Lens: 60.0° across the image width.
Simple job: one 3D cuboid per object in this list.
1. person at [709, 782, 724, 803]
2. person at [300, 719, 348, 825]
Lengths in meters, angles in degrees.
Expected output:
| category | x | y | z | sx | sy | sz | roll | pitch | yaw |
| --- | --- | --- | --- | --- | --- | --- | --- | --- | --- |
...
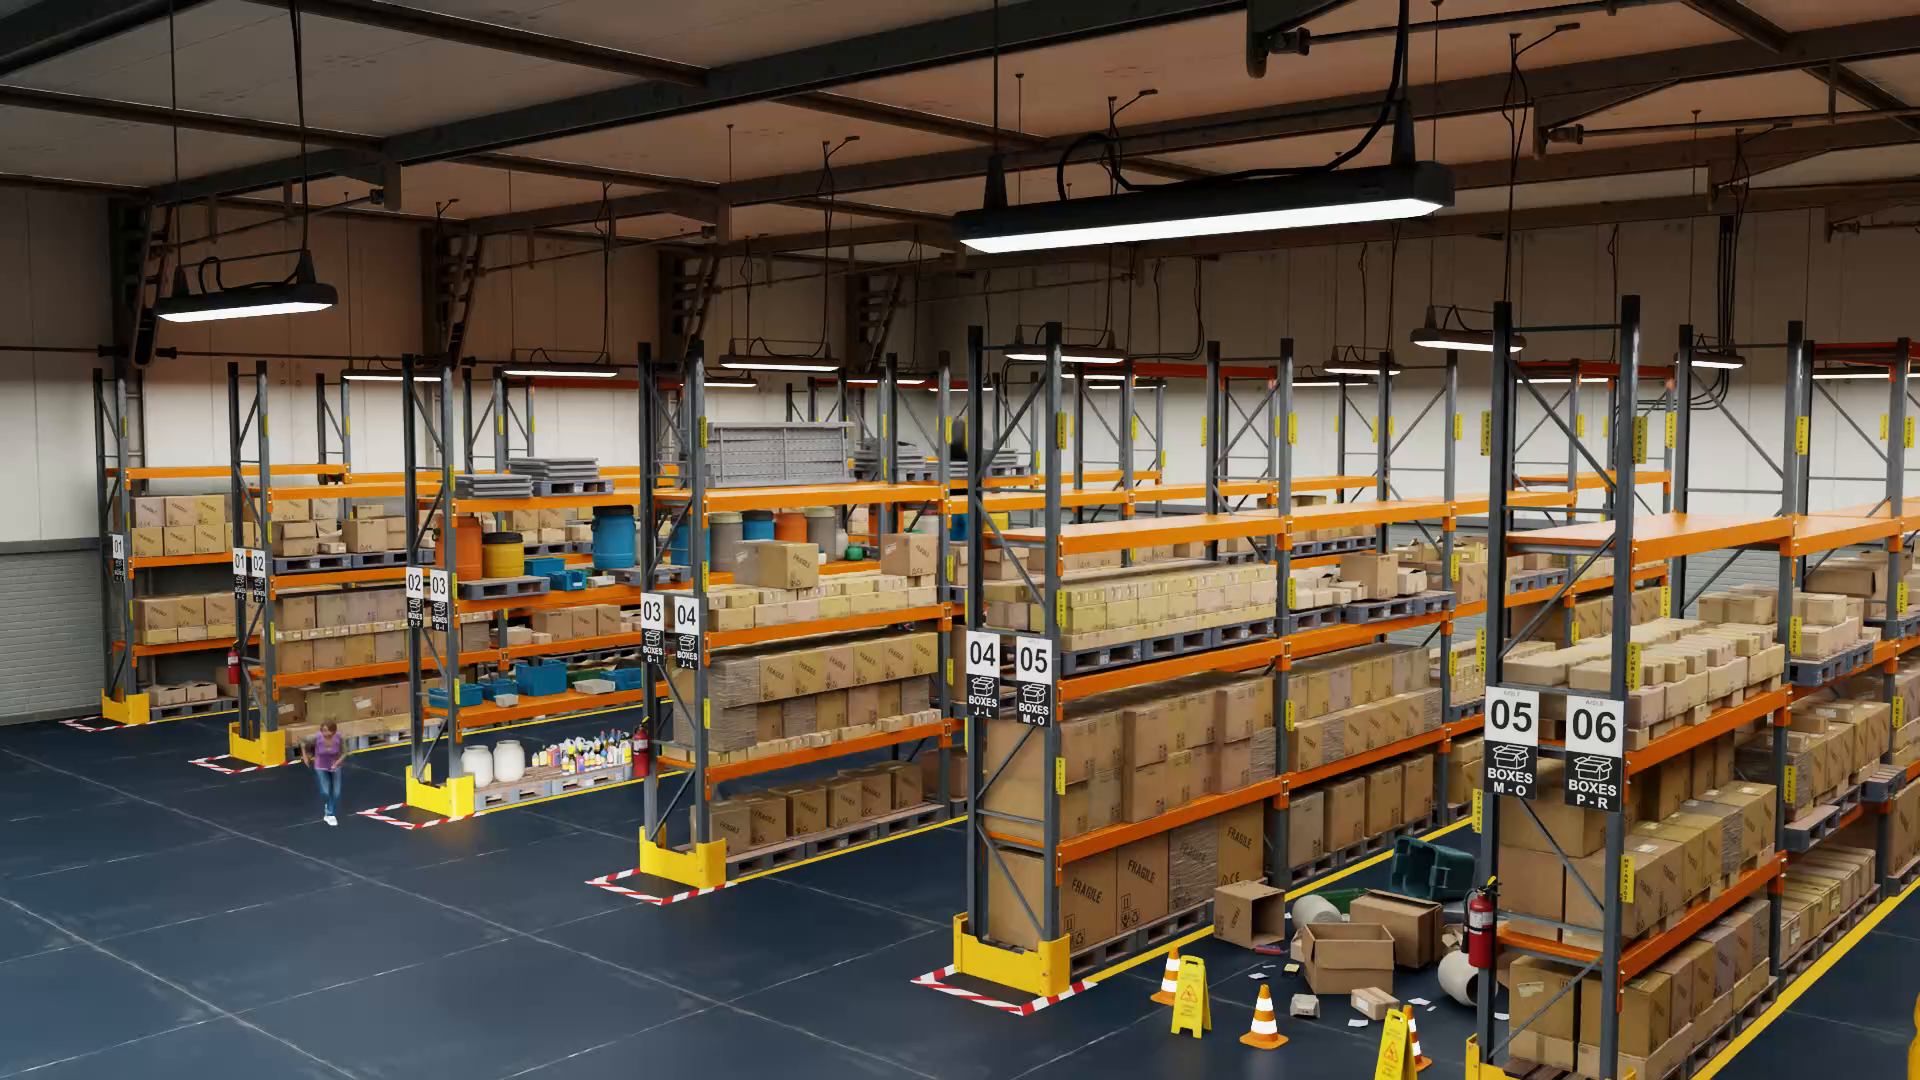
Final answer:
| category | x | y | z | sx | sy | sz | roll | pitch | yaw |
| --- | --- | --- | --- | --- | --- | --- | --- | --- | --- |
| person | -3.102 | 2.830 | 20.935 | 0.449 | 1.675 | 0.720 | -1 | 4 | -8 |
| person | -7.988 | 2.922 | 20.908 | 0.562 | 1.429 | 0.761 | -2 | 5 | -22 |
